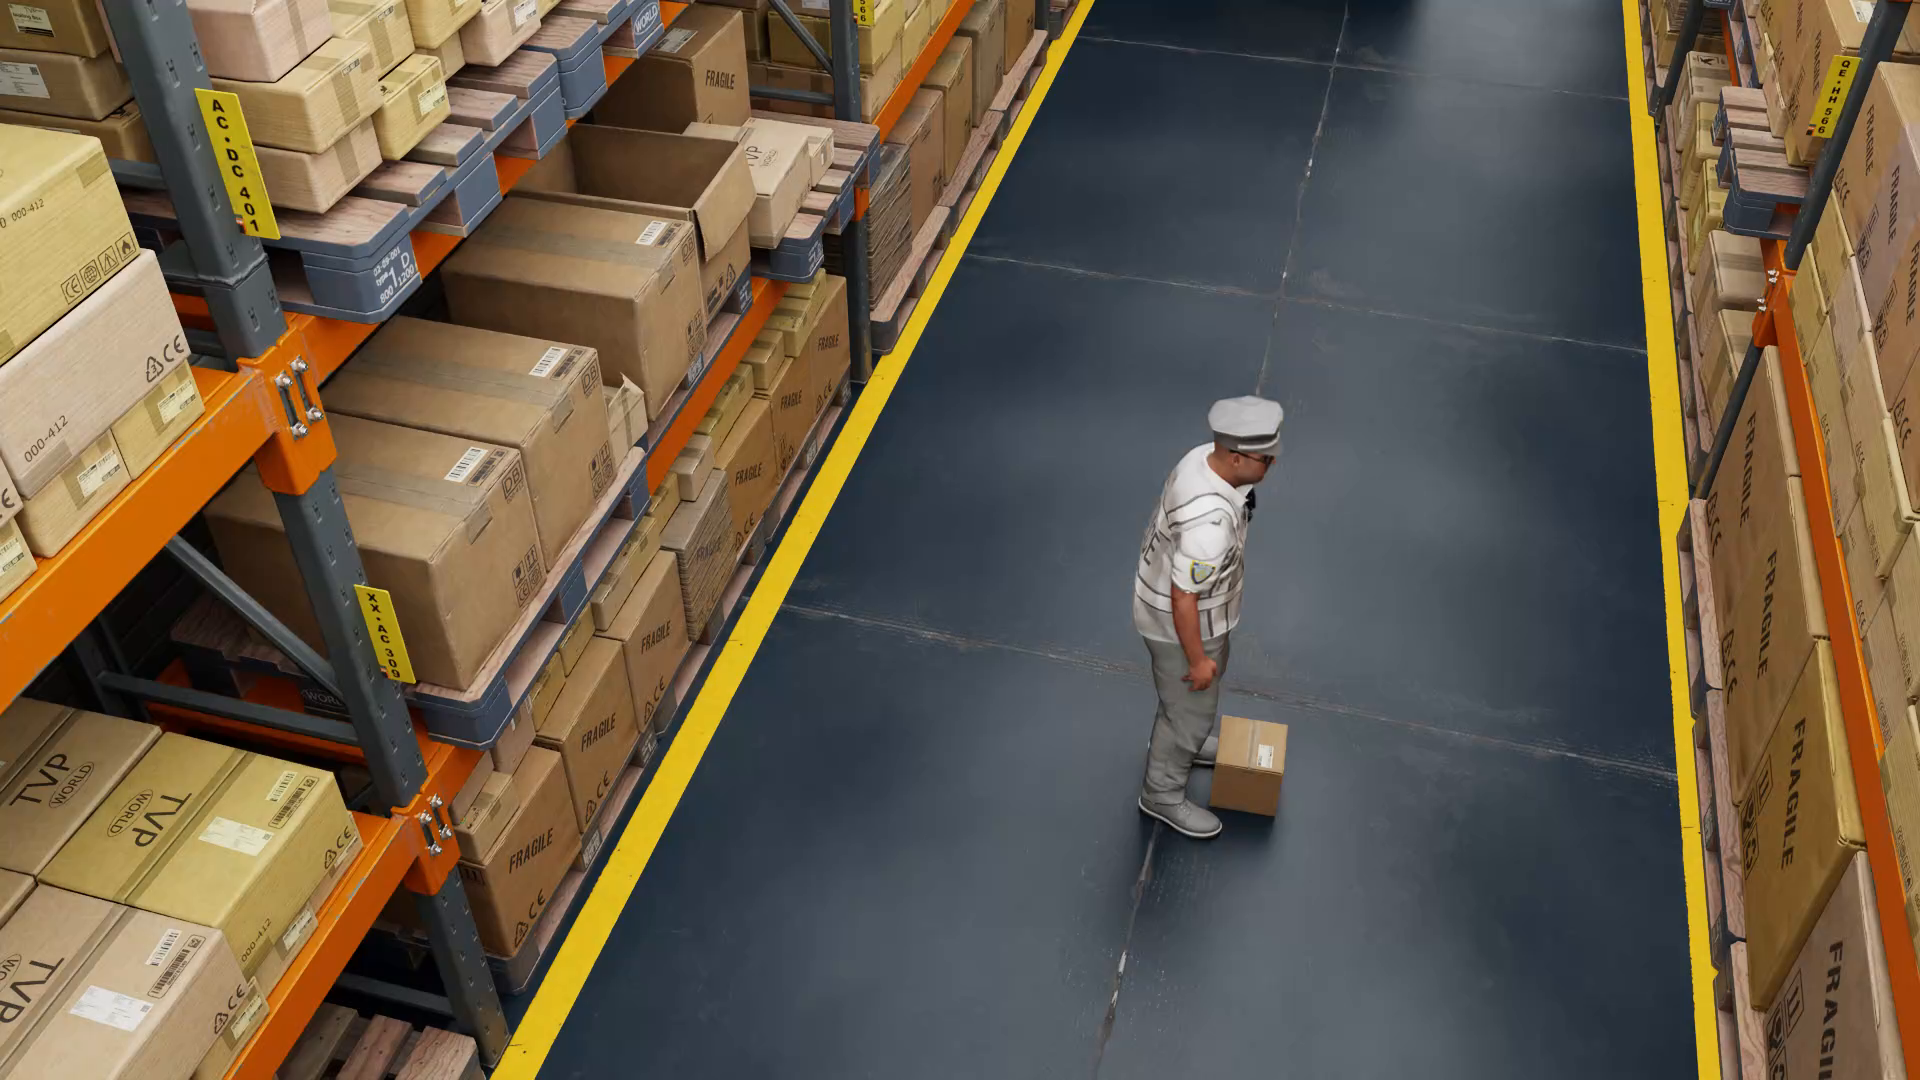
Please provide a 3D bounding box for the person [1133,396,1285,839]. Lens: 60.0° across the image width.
[{"bbox_3d":[0.829,0.248,5.864,0.435,1.748,0.593,9,42,11],"label":"person"}]
